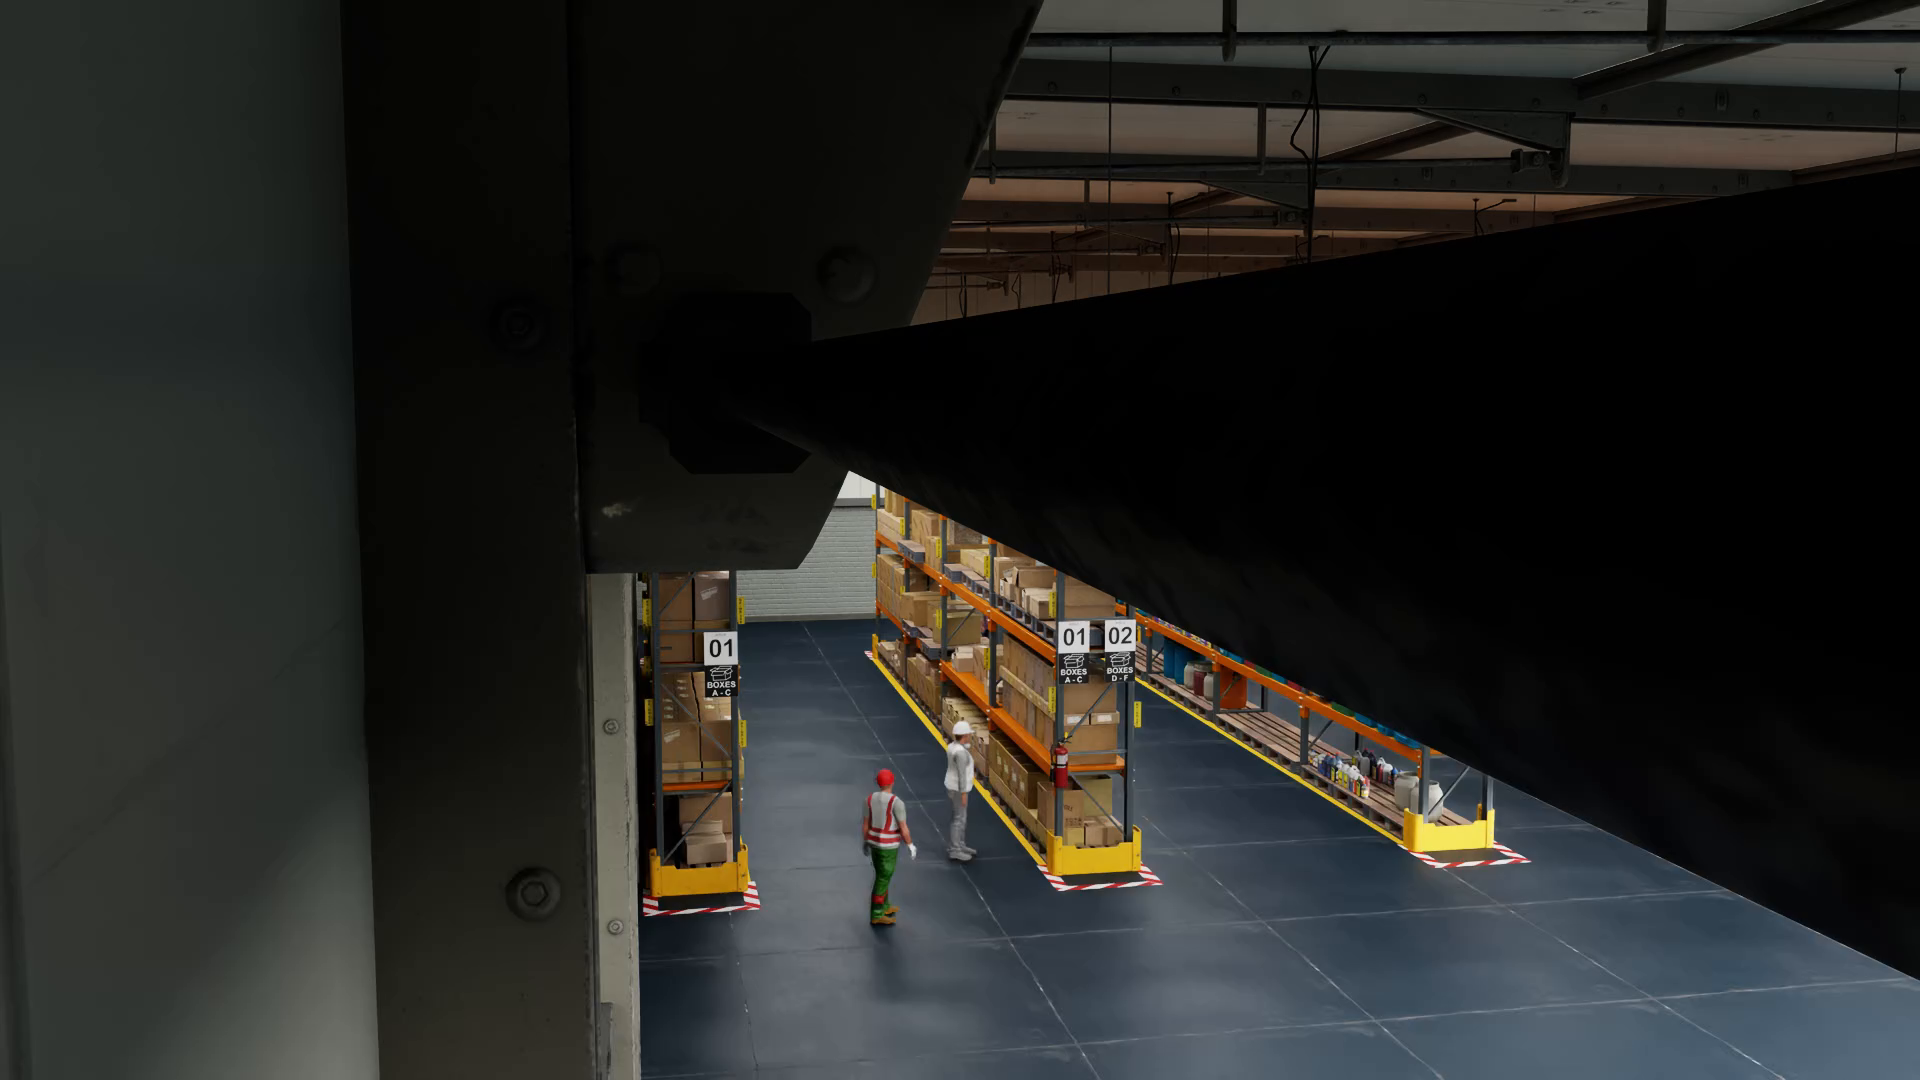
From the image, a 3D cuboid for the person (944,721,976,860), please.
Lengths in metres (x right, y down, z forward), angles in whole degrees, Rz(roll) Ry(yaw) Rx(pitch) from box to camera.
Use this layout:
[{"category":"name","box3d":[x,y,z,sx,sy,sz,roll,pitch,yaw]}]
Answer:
[{"category":"person","box3d":[0.012,3.231,21.556,0.412,1.790,0.557,-1,6,-9]}]

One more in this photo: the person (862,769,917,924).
[{"category":"person","box3d":[-0.792,3.497,19.076,0.559,1.790,0.591,-5,7,-38]}]

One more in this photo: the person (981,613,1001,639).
[{"category":"person","box3d":[0.658,1.890,35.701,0.472,1.549,0.823,-1,6,-13]}]
